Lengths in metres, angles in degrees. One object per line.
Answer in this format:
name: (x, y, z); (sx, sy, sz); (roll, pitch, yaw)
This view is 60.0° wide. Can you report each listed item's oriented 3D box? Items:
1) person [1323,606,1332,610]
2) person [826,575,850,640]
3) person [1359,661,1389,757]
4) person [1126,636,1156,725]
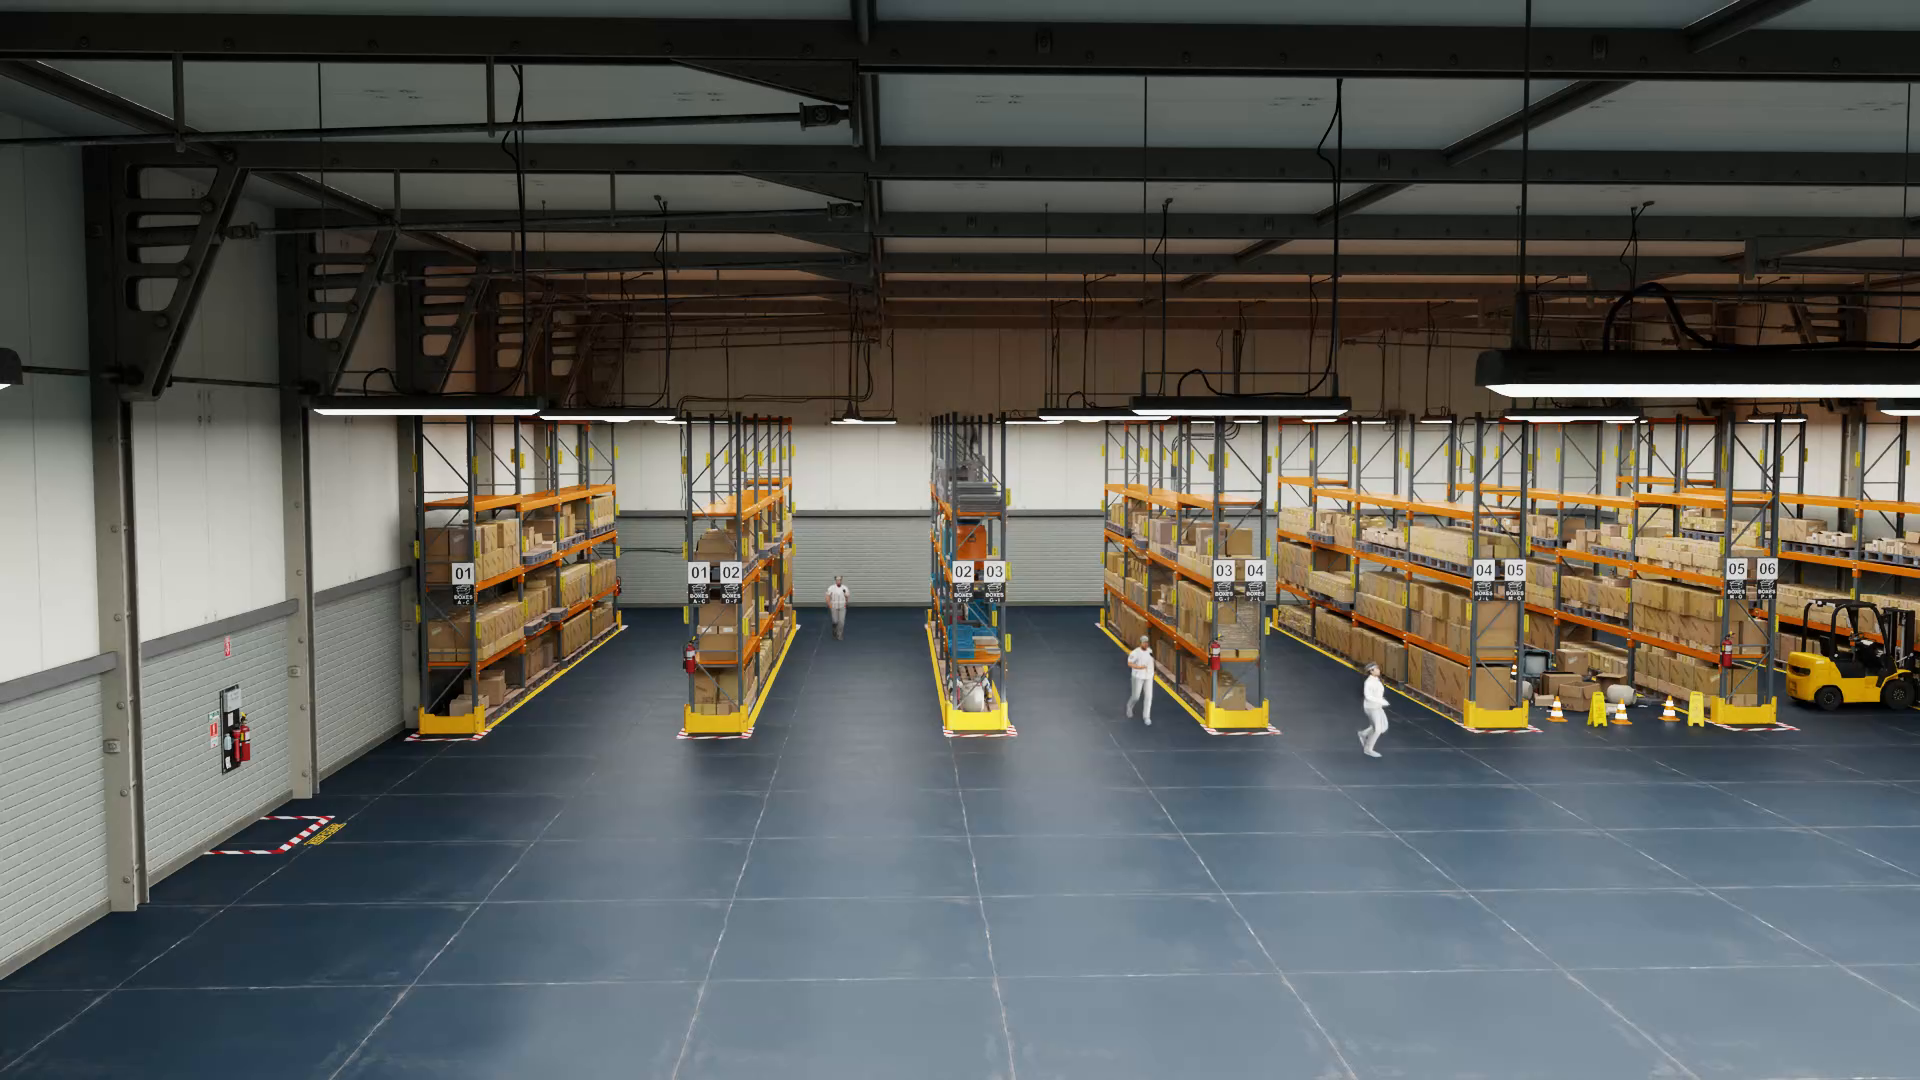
person: (10.795, 1.551, 48.667); (0.716, 1.730, 0.889); (-1, 4, -20)
person: (-3.279, 1.808, 44.732); (0.648, 1.748, 0.536); (-1, 4, -9)
person: (7.224, 2.928, 28.941); (0.524, 1.666, 0.658); (2, 4, 28)
person: (3.533, 2.694, 32.300); (0.655, 1.680, 0.846); (-1, 4, -19)
